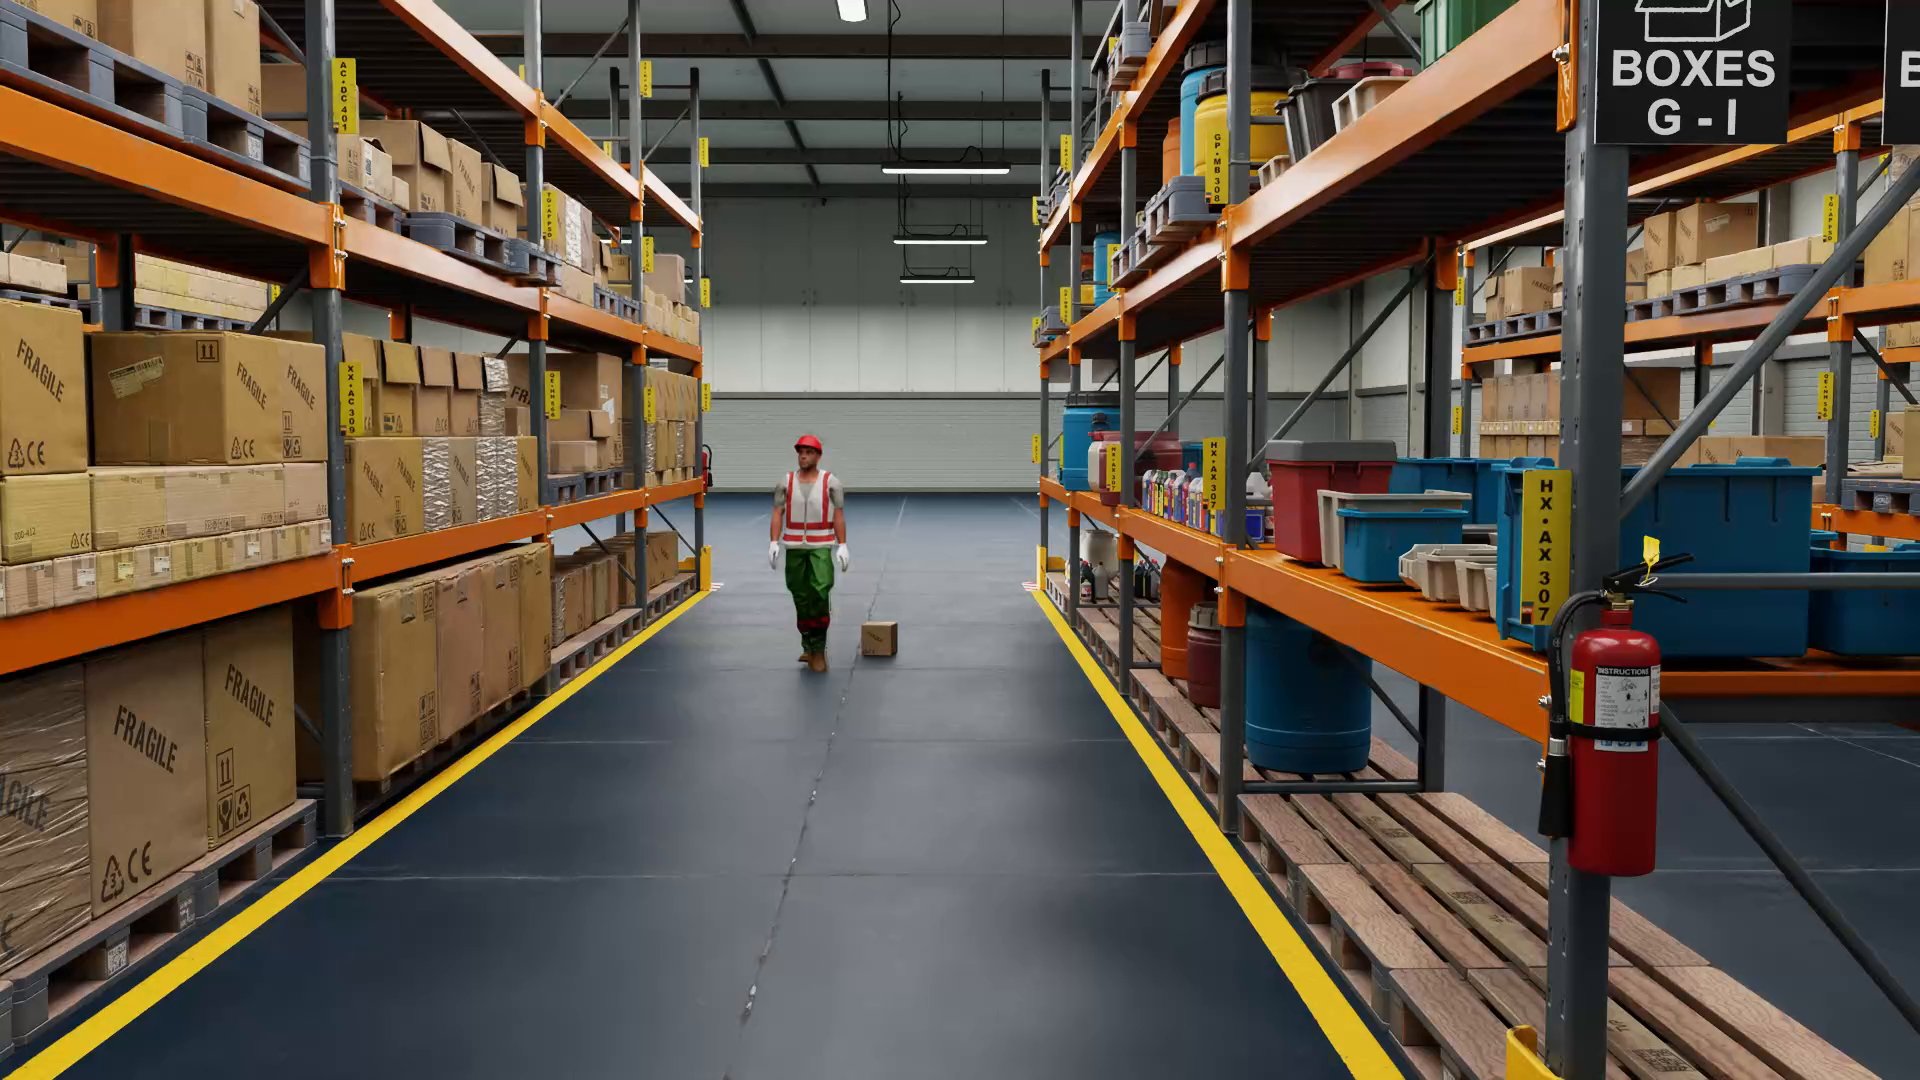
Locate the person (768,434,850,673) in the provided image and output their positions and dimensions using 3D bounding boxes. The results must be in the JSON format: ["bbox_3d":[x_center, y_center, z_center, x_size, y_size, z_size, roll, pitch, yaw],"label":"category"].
[{"bbox_3d":[-1.170,0.103,12.838,0.598,1.835,0.537,1,4,8],"label":"person"}]
